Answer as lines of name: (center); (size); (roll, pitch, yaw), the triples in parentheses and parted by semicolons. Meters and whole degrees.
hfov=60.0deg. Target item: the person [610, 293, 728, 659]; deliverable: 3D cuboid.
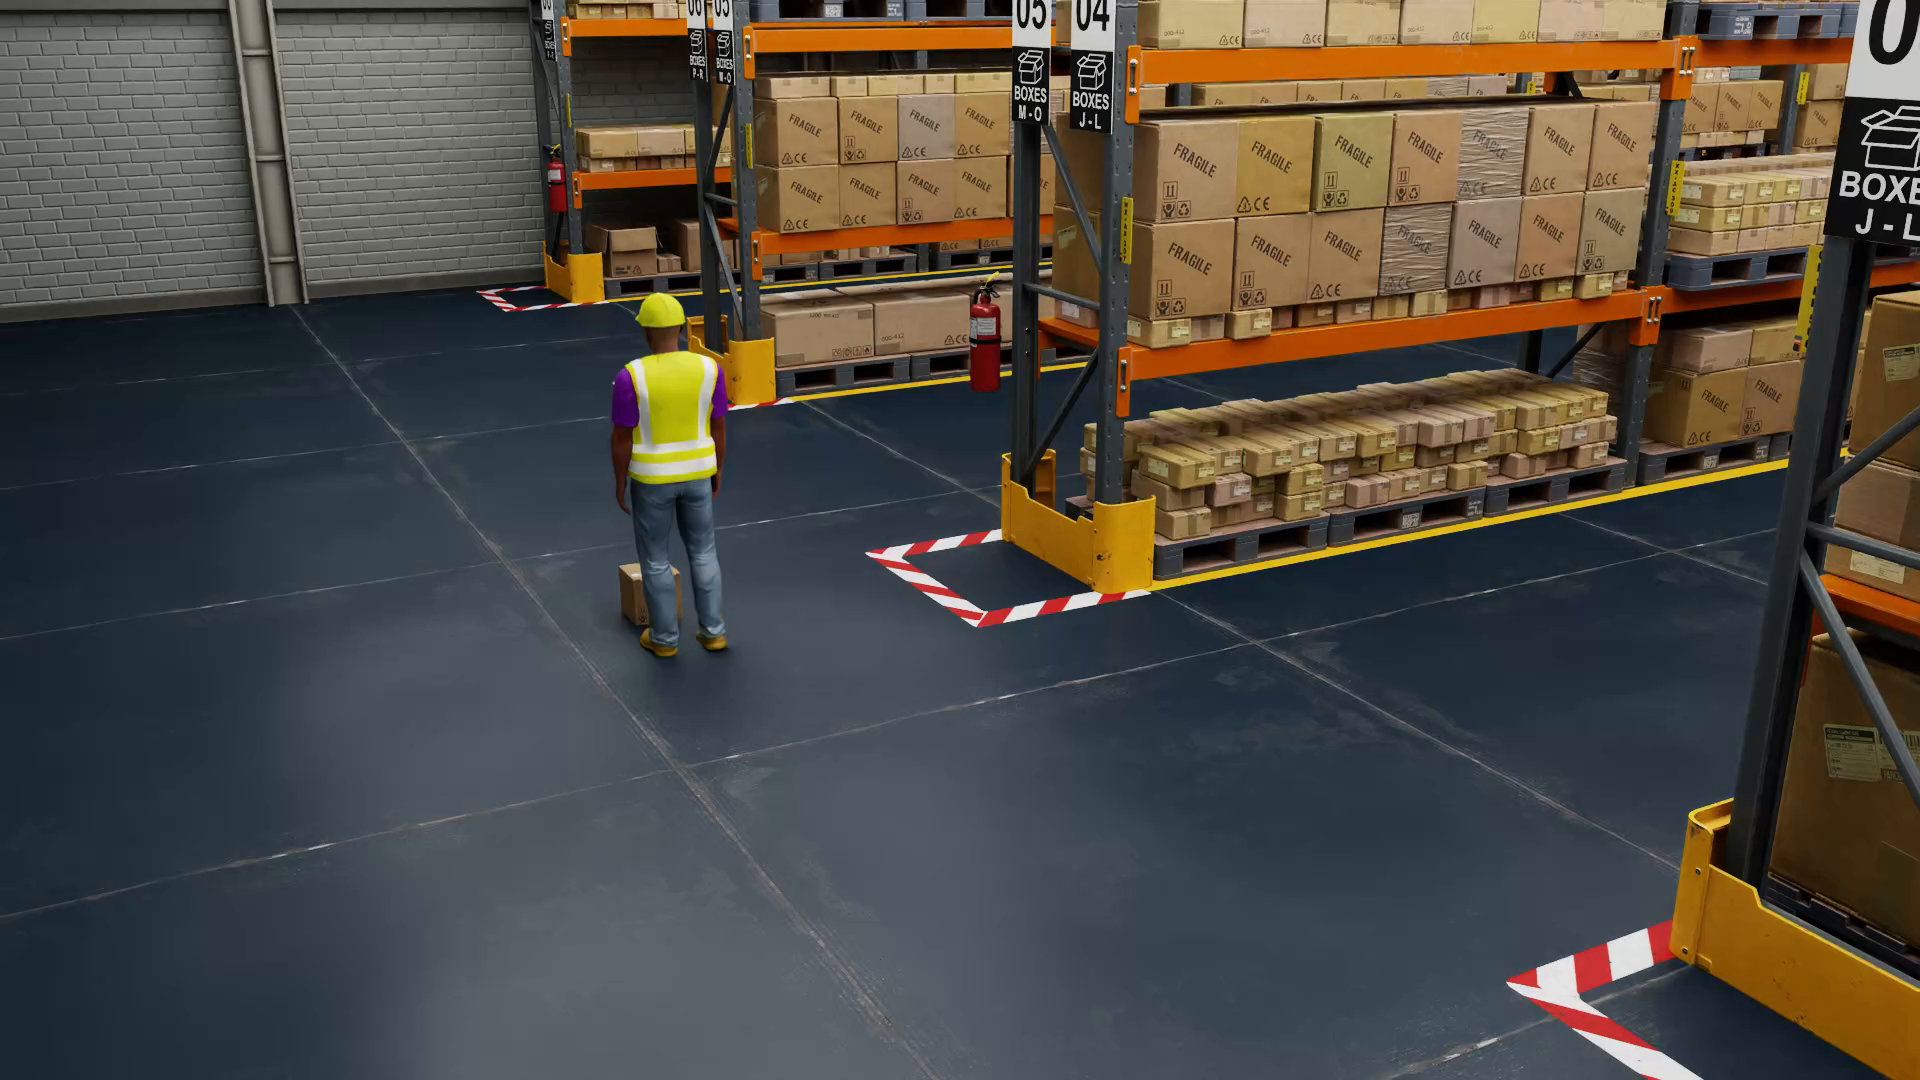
person: (-1.385, -0.295, 7.957); (0.562, 1.783, 0.361); (-9, 20, -25)
